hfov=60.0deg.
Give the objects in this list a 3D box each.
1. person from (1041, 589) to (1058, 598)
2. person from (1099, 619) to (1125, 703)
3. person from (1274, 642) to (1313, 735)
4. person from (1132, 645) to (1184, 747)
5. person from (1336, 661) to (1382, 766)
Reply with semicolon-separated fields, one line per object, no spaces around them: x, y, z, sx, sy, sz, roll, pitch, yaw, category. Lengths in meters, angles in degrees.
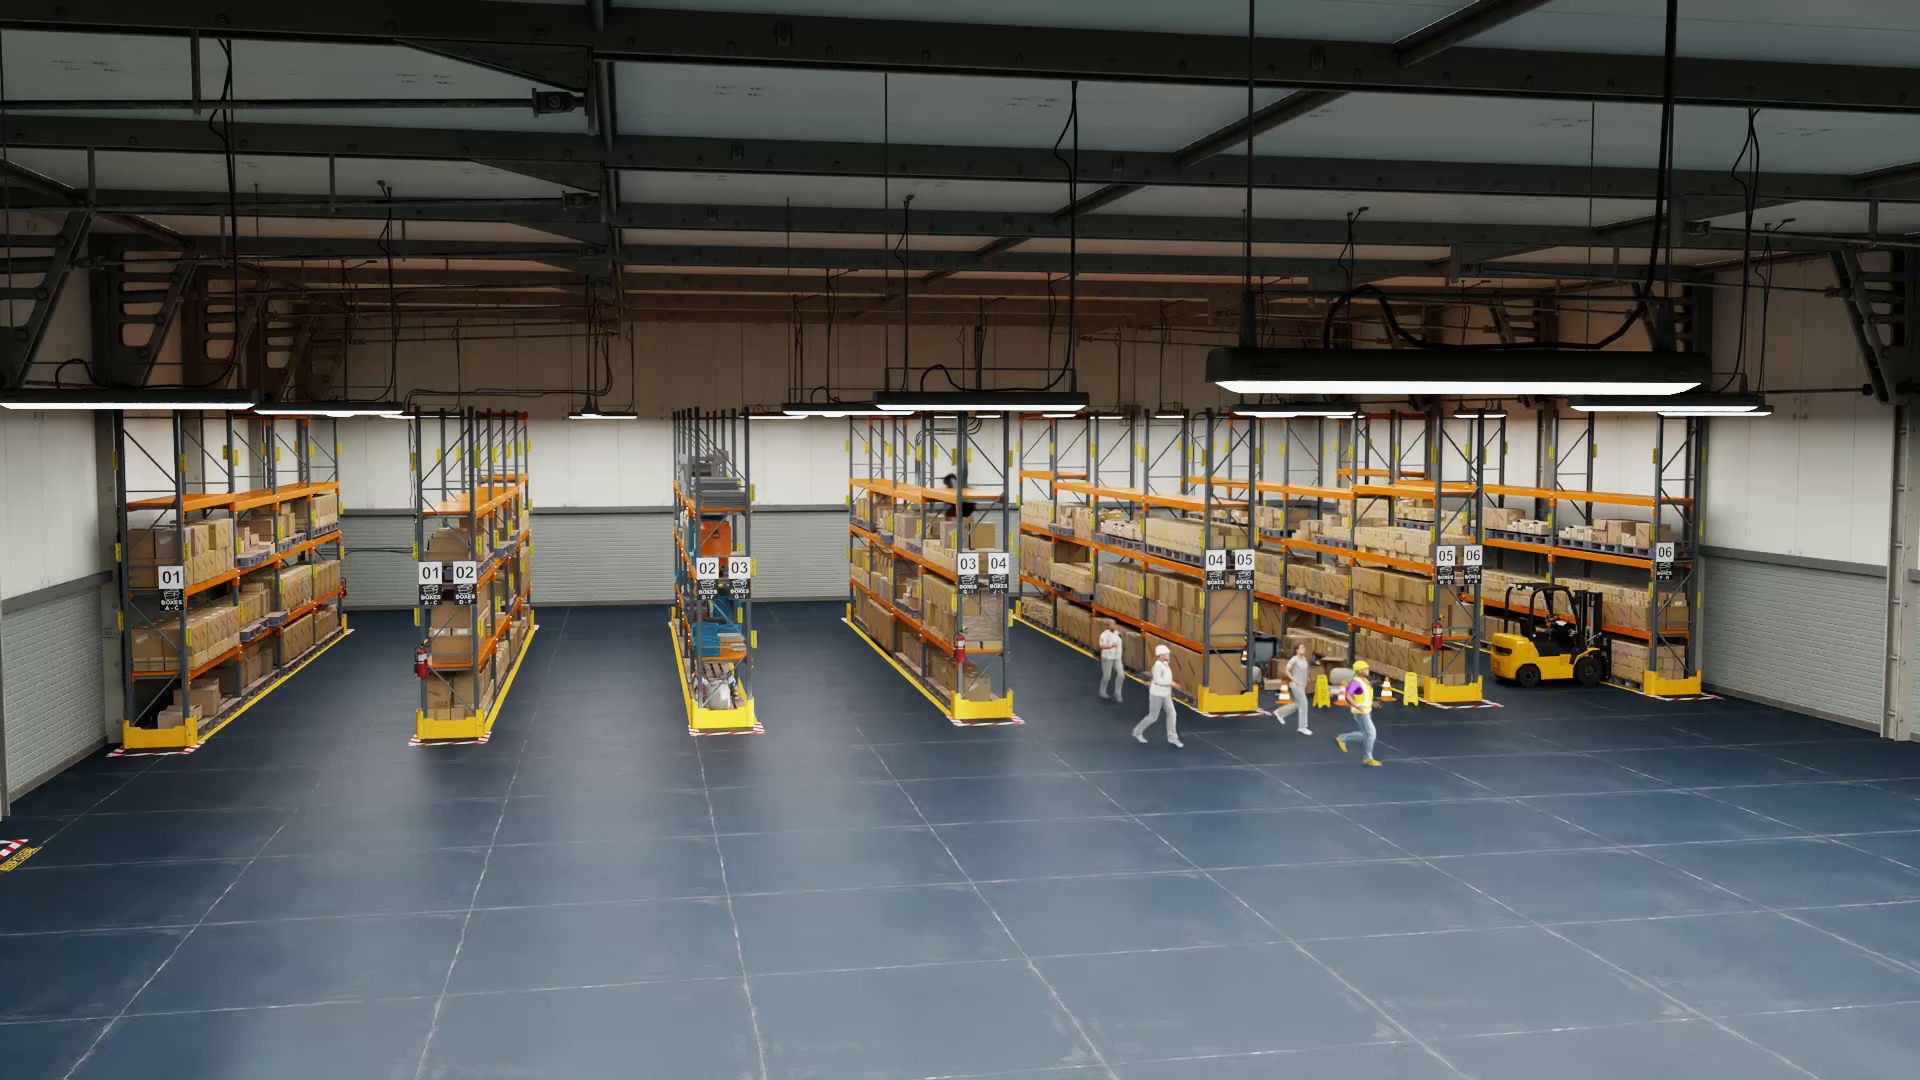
2.680;1.348;50.076;0.760;1.606;0.859;2;4;21;person
3.109;2.473;34.107;0.585;1.723;0.708;-2;4;-24;person
6.187;2.710;30.709;0.809;1.681;0.582;4;5;41;person
3.504;2.749;29.381;0.909;1.804;0.628;2;4;25;person
6.671;2.886;27.828;0.796;1.747;0.700;2;5;26;person
